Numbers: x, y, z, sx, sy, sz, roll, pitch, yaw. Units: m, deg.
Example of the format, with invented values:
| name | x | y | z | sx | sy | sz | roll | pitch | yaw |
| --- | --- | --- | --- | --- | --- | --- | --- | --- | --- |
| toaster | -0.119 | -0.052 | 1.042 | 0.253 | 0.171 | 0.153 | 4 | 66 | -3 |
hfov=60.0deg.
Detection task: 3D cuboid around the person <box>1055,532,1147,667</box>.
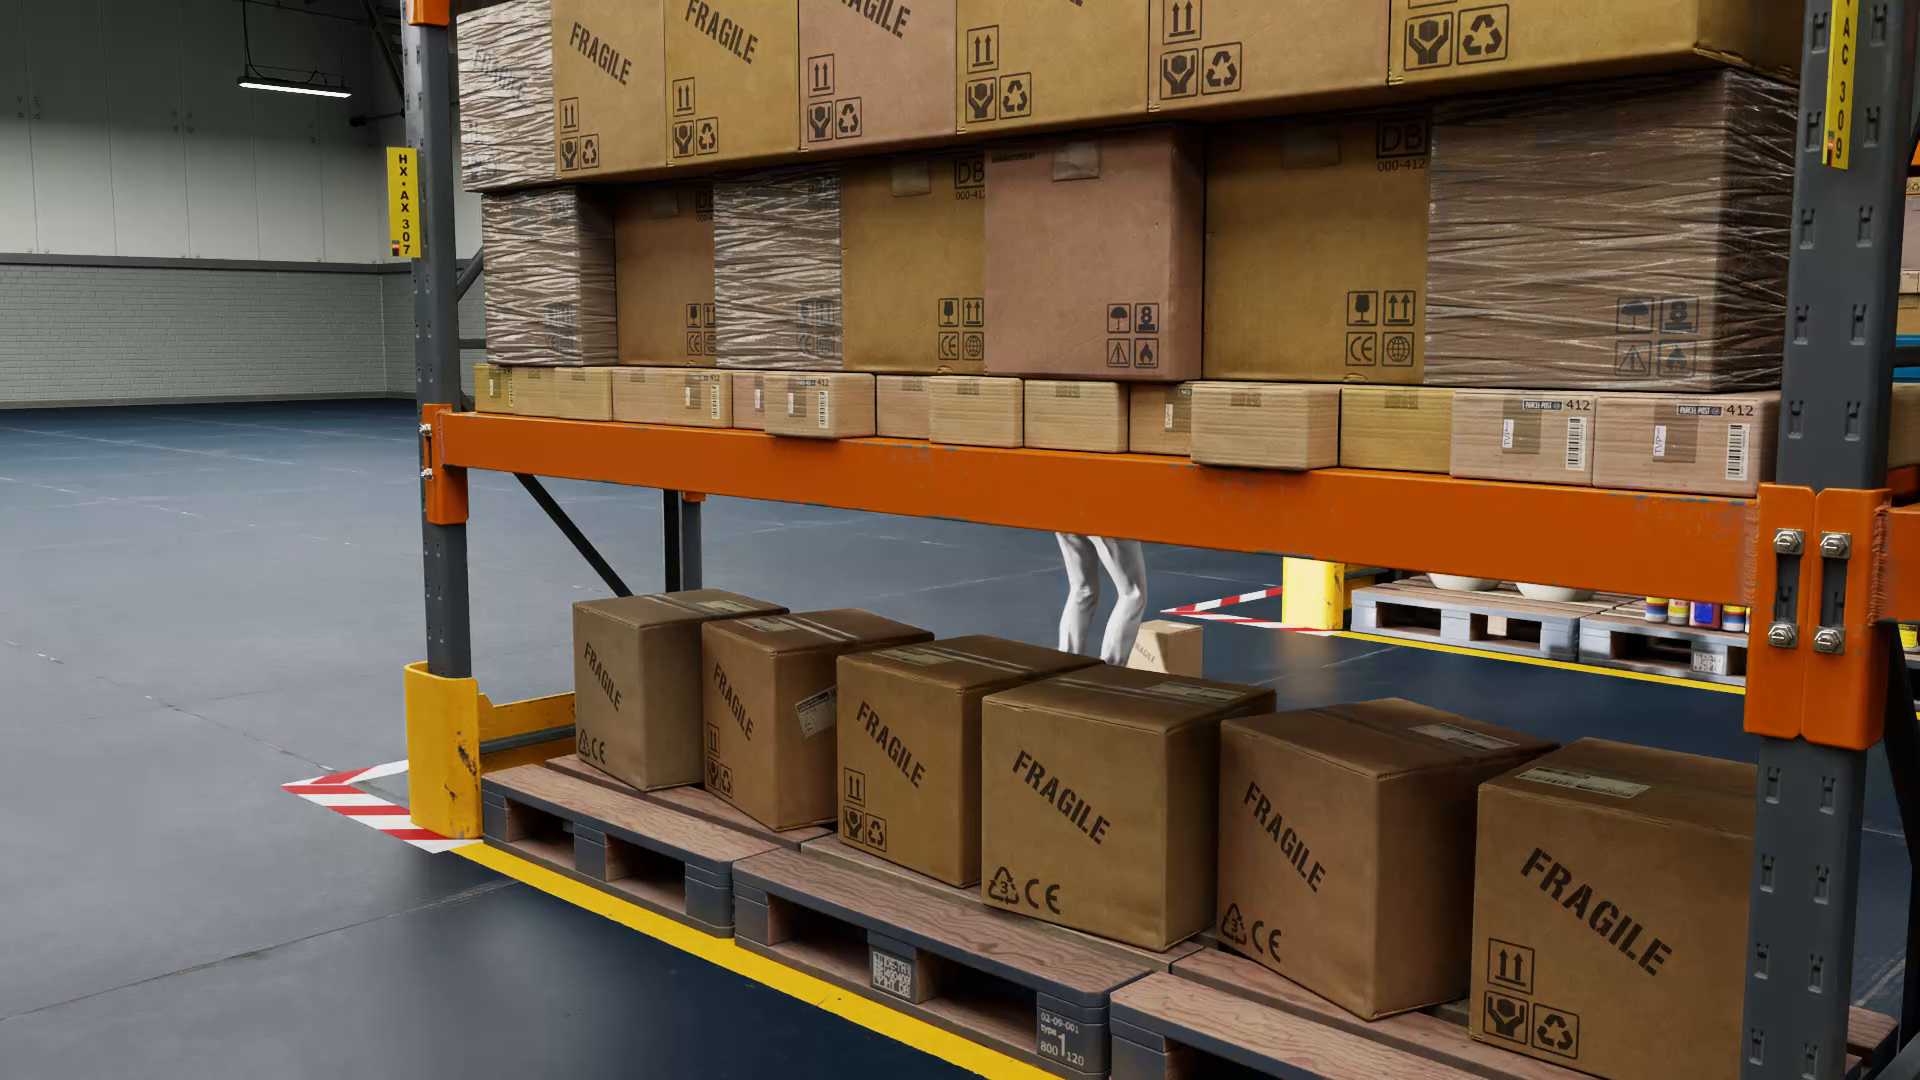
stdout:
| name | x | y | z | sx | sy | sz | roll | pitch | yaw |
| --- | --- | --- | --- | --- | --- | --- | --- | --- | --- |
| person | 0.579 | -0.123 | 6.993 | 0.461 | 1.616 | 0.504 | -7 | 10 | -44 |
